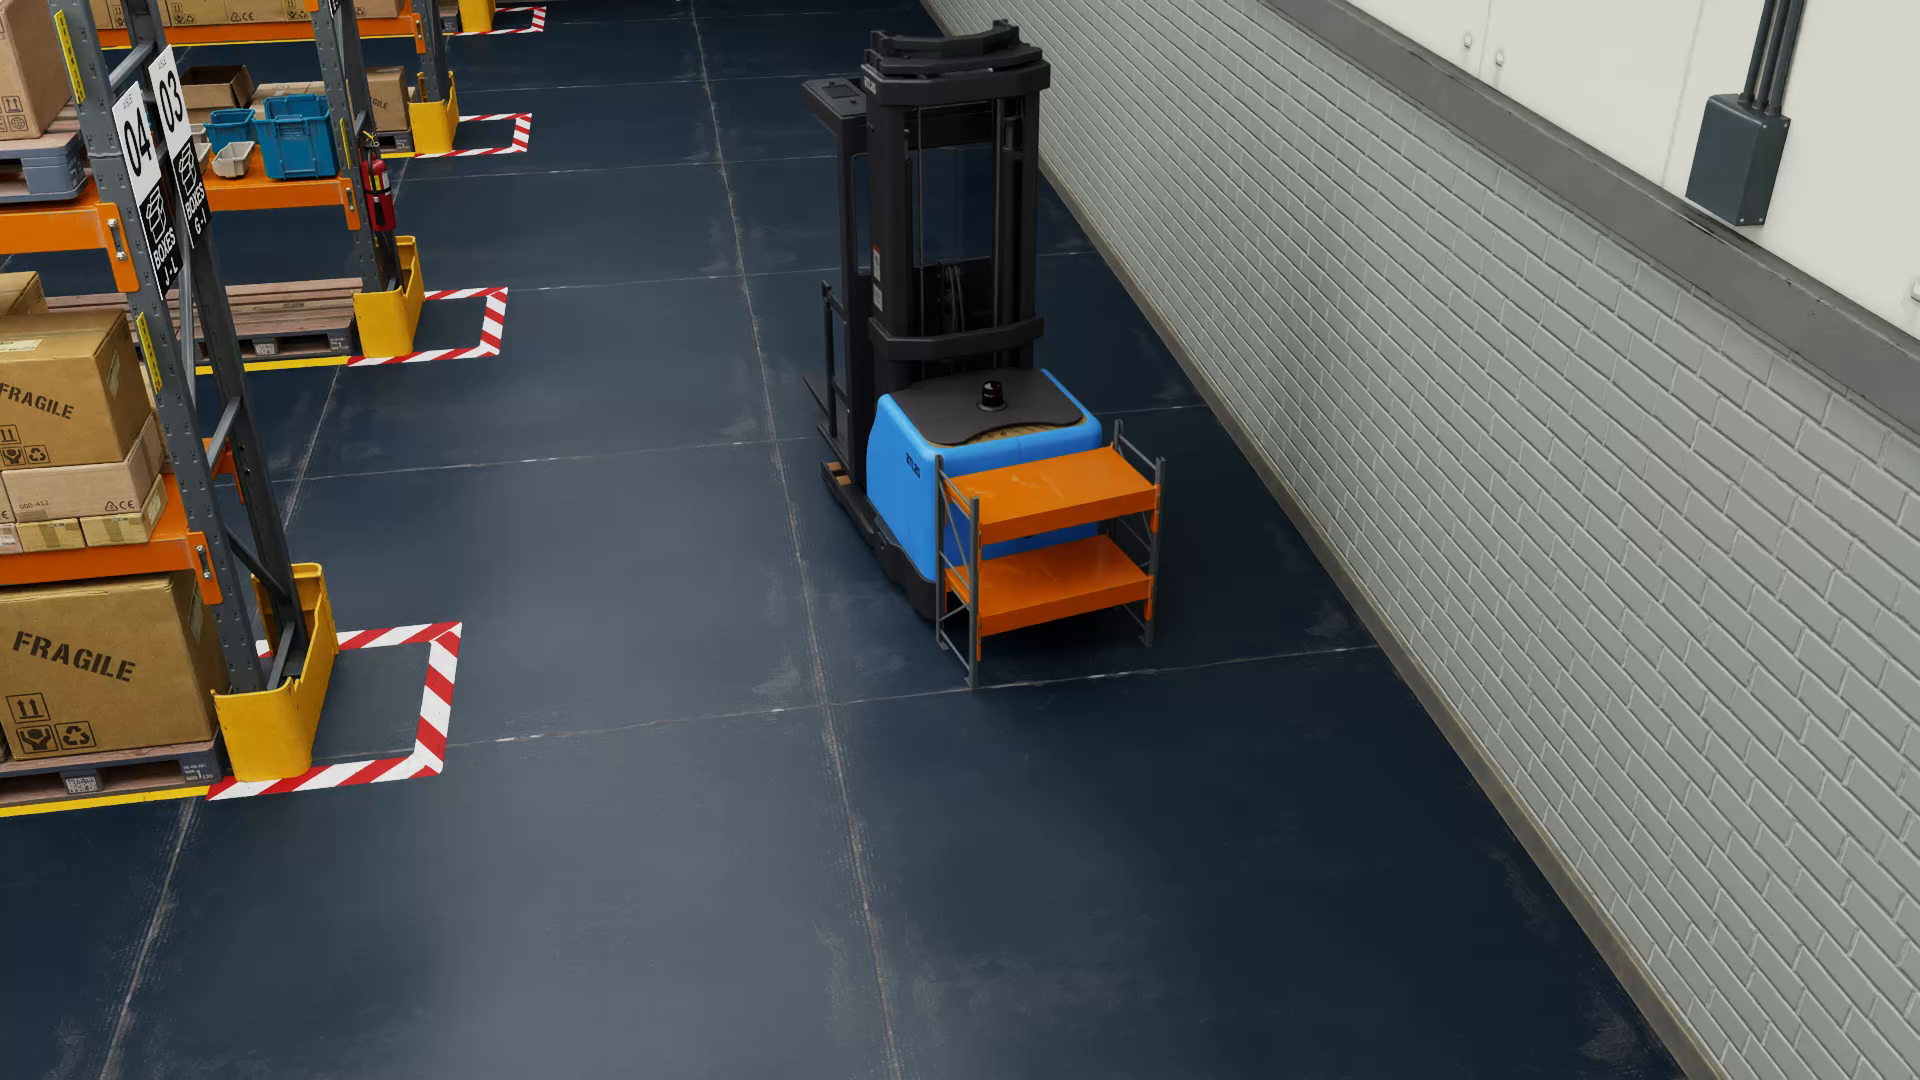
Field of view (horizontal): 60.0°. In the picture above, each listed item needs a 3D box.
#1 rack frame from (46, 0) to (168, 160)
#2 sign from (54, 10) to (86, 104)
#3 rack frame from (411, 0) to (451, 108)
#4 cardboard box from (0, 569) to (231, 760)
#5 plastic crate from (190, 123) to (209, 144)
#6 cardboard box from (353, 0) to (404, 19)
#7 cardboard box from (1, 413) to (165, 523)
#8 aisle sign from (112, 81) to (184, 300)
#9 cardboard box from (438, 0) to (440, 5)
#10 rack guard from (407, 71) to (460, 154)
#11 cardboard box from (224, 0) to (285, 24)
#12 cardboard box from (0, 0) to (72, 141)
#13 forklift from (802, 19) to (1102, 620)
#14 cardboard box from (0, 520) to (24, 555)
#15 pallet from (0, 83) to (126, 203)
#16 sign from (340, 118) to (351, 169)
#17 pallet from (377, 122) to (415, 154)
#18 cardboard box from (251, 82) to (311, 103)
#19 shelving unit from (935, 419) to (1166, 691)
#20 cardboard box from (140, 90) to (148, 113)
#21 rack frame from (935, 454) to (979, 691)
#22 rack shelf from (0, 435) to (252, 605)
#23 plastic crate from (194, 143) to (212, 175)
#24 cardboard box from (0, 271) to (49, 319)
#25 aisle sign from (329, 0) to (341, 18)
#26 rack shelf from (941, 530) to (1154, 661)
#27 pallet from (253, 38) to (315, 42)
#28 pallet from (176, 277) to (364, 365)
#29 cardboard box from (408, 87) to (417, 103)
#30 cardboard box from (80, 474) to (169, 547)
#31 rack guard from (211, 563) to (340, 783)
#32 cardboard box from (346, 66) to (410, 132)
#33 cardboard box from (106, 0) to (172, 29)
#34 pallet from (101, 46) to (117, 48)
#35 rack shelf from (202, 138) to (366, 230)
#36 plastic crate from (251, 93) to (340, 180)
[{"bbox_3d":[-3.414,-3.025,6.131,0.127,3.000,1.000,-5,31,-9],"label":"rack frame"},{"bbox_3d":[-3.330,-1.808,6.224,0.005,0.325,0.100,-5,31,-9],"label":"sign"},{"bbox_3d":[-5.194,-5.378,16.052,0.127,3.000,1.000,-5,31,-9],"label":"rack frame"},{"bbox_3d":[-4.029,0.394,7.916,0.875,0.875,0.875,-5,31,-9],"label":"cardboard box"},{"bbox_3d":[-5.606,-2.912,12.059,0.298,0.136,0.250,-5,31,-9],"label":"plastic crate"},{"bbox_3d":[-5.586,-5.245,15.726,0.500,0.500,0.500,-4,31,-7],"label":"cardboard box"},{"bbox_3d":[-3.843,-0.326,7.314,0.500,0.250,0.500,-6,31,-10],"label":"cardboard box"},{"bbox_3d":[-3.289,-1.416,6.749,0.004,0.787,0.394,-5,31,-9],"label":"aisle sign"},{"bbox_3d":[-6.761,-6.837,20.585,0.500,0.500,0.700,-5,31,-9],"label":"cardboard box"},{"bbox_3d":[-5.269,-4.294,16.674,0.348,0.500,1.175,-5,31,-9],"label":"rack guard"},{"bbox_3d":[-6.587,-5.153,15.570,0.500,0.500,0.500,-5,31,-9],"label":"cardboard box"},{"bbox_3d":[-3.916,-1.925,6.608,0.500,0.500,0.700,-7,31,-12],"label":"cardboard box"},{"bbox_3d":[-0.224,-1.562,9.629,1.130,2.935,3.031,-11,32,-18],"label":"forklift"},{"bbox_3d":[-4.208,-0.087,7.301,0.250,0.149,0.380,-5,31,-9],"label":"cardboard box"},{"bbox_3d":[-4.142,-1.621,6.789,1.213,0.211,1.003,-5,31,-9],"label":"pallet"},{"bbox_3d":[-4.191,-2.706,11.346,0.005,0.325,0.100,-5,31,-9],"label":"sign"},{"bbox_3d":[-6.053,-4.096,16.622,1.213,0.211,1.003,-5,31,-9],"label":"pallet"},{"bbox_3d":[-6.764,-4.383,16.638,0.500,0.250,0.500,-5,31,-9],"label":"cardboard box"},{"bbox_3d":[0.451,0.070,8.634,1.048,1.125,0.538,-12,33,-19],"label":"shelving unit"},{"bbox_3d":[-7.882,-4.306,16.446,0.500,0.311,0.500,-5,31,-9],"label":"cardboard box"},{"bbox_3d":[-0.018,0.170,8.465,0.032,1.125,0.500,-12,33,-19],"label":"rack frame"},{"bbox_3d":[-5.381,0.054,7.523,4.000,0.370,1.077,-5,31,-9],"label":"rack shelf"},{"bbox_3d":[-5.363,-2.636,11.590,0.243,0.136,0.396,-5,31,-9],"label":"plastic crate"},{"bbox_3d":[-4.426,-0.871,7.501,0.500,0.500,0.500,-6,31,-10],"label":"cardboard box"},{"bbox_3d":[-4.182,-3.889,10.955,0.004,0.787,0.394,-5,31,-9],"label":"aisle sign"},{"bbox_3d":[0.451,0.281,8.759,1.000,0.278,0.538,-12,33,-19],"label":"rack shelf"},{"bbox_3d":[-8.060,-6.424,20.581,1.213,0.211,1.003,-5,31,-9],"label":"pallet"},{"bbox_3d":[-5.124,-1.650,12.463,1.213,0.211,1.003,-5,31,-9],"label":"pallet"},{"bbox_3d":[-5.668,-4.472,16.889,0.250,0.149,0.380,-5,31,-9],"label":"cardboard box"},{"bbox_3d":[-3.705,-0.134,7.381,0.250,0.149,0.380,-5,31,-8],"label":"cardboard box"},{"bbox_3d":[-3.390,0.637,8.289,0.348,0.500,1.175,-5,31,-9],"label":"rack guard"},{"bbox_3d":[-5.685,-4.318,16.281,0.500,0.500,0.500,-5,31,-9],"label":"cardboard box"},{"bbox_3d":[-7.583,-5.060,15.411,0.500,0.500,0.500,-5,31,-9],"label":"cardboard box"},{"bbox_3d":[-10.770,-6.172,20.154,1.213,0.211,1.003,-5,31,-9],"label":"pallet"},{"bbox_3d":[-6.273,-2.416,11.723,4.000,0.370,1.077,-5,31,-9],"label":"rack shelf"},{"bbox_3d":[-4.602,-2.826,11.617,0.499,0.435,0.616,-5,31,-9],"label":"plastic crate"}]
